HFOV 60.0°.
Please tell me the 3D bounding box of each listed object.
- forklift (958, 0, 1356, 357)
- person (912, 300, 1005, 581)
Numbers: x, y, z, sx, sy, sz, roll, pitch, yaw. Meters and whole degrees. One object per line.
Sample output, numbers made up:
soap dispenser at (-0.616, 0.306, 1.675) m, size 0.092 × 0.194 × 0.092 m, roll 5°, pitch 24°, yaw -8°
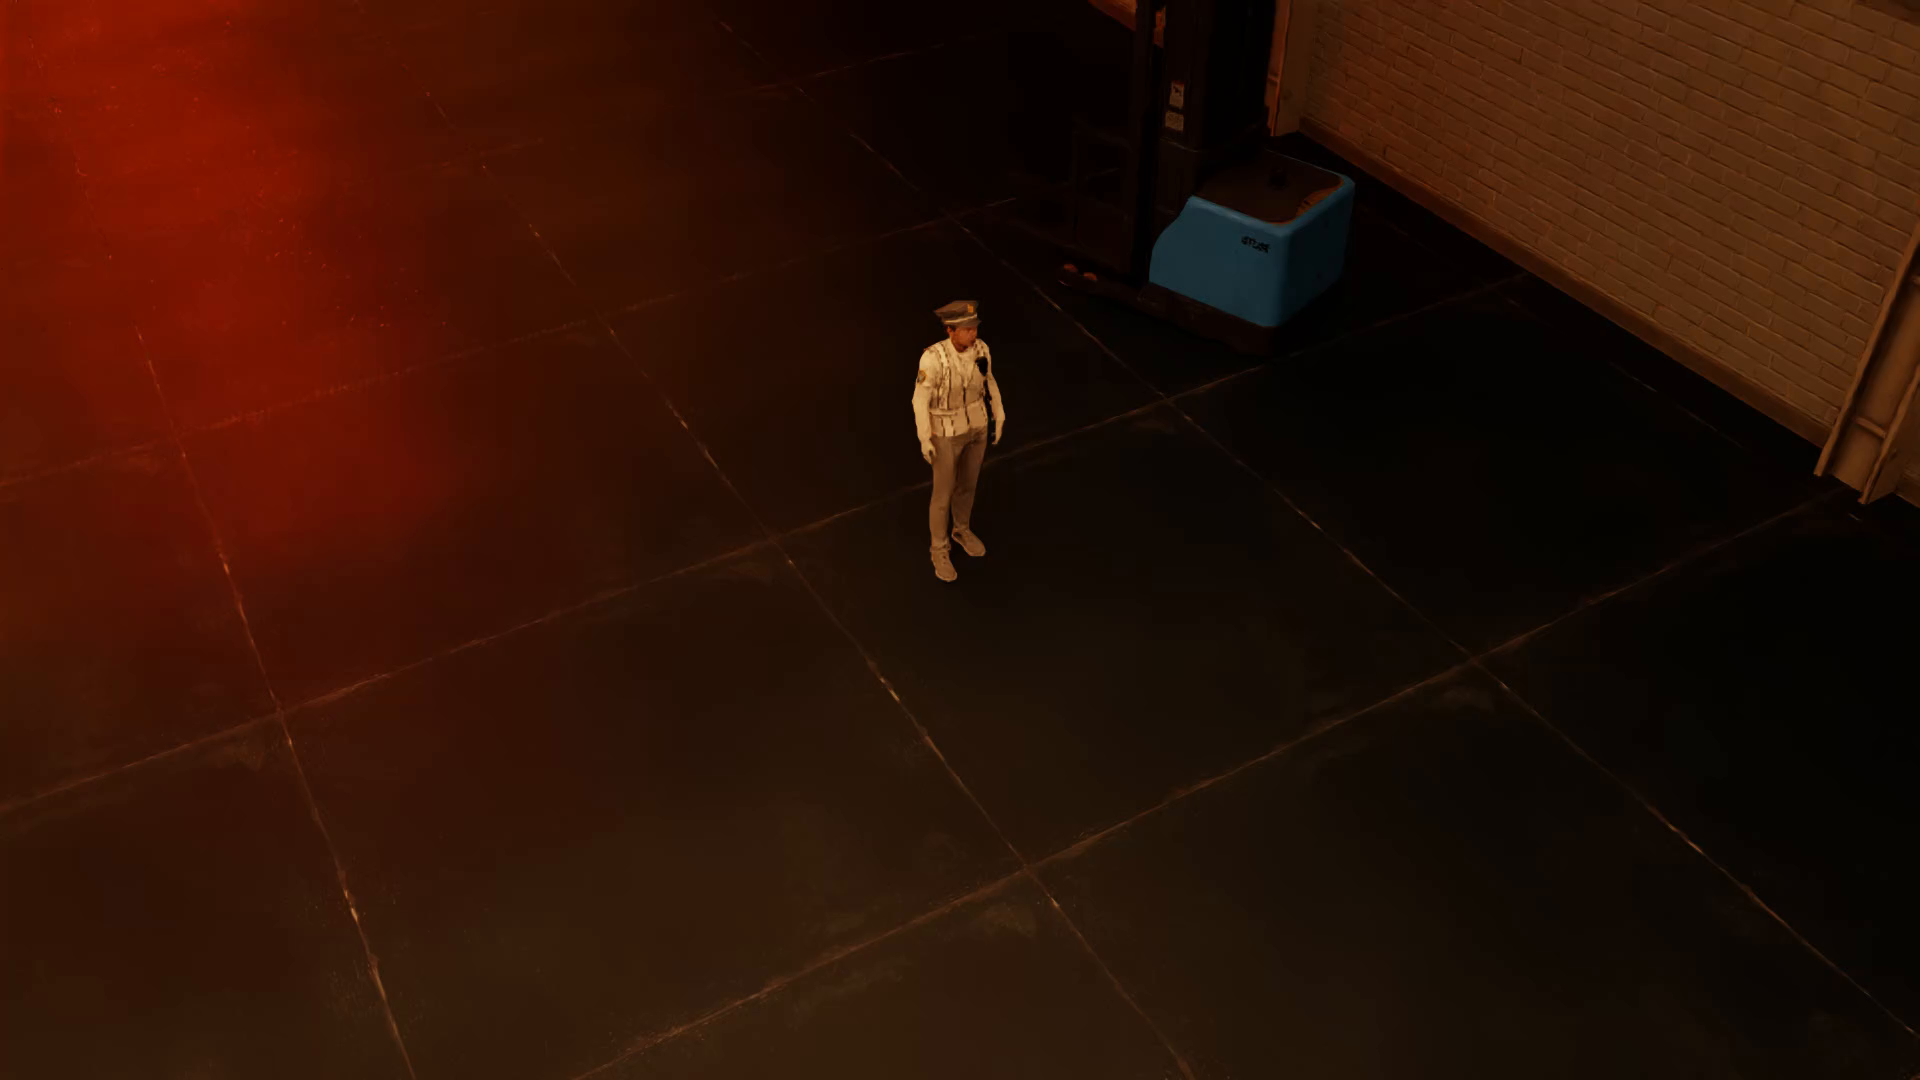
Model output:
forklift at (1.355, -3.215, 11.912) m, size 3.031 × 2.935 × 1.130 m, roll 28°, pitch 47°, yaw 30°
person at (0.028, -0.618, 9.739) m, size 0.586 × 1.695 × 0.532 m, roll -20°, pitch 44°, yaw -23°
